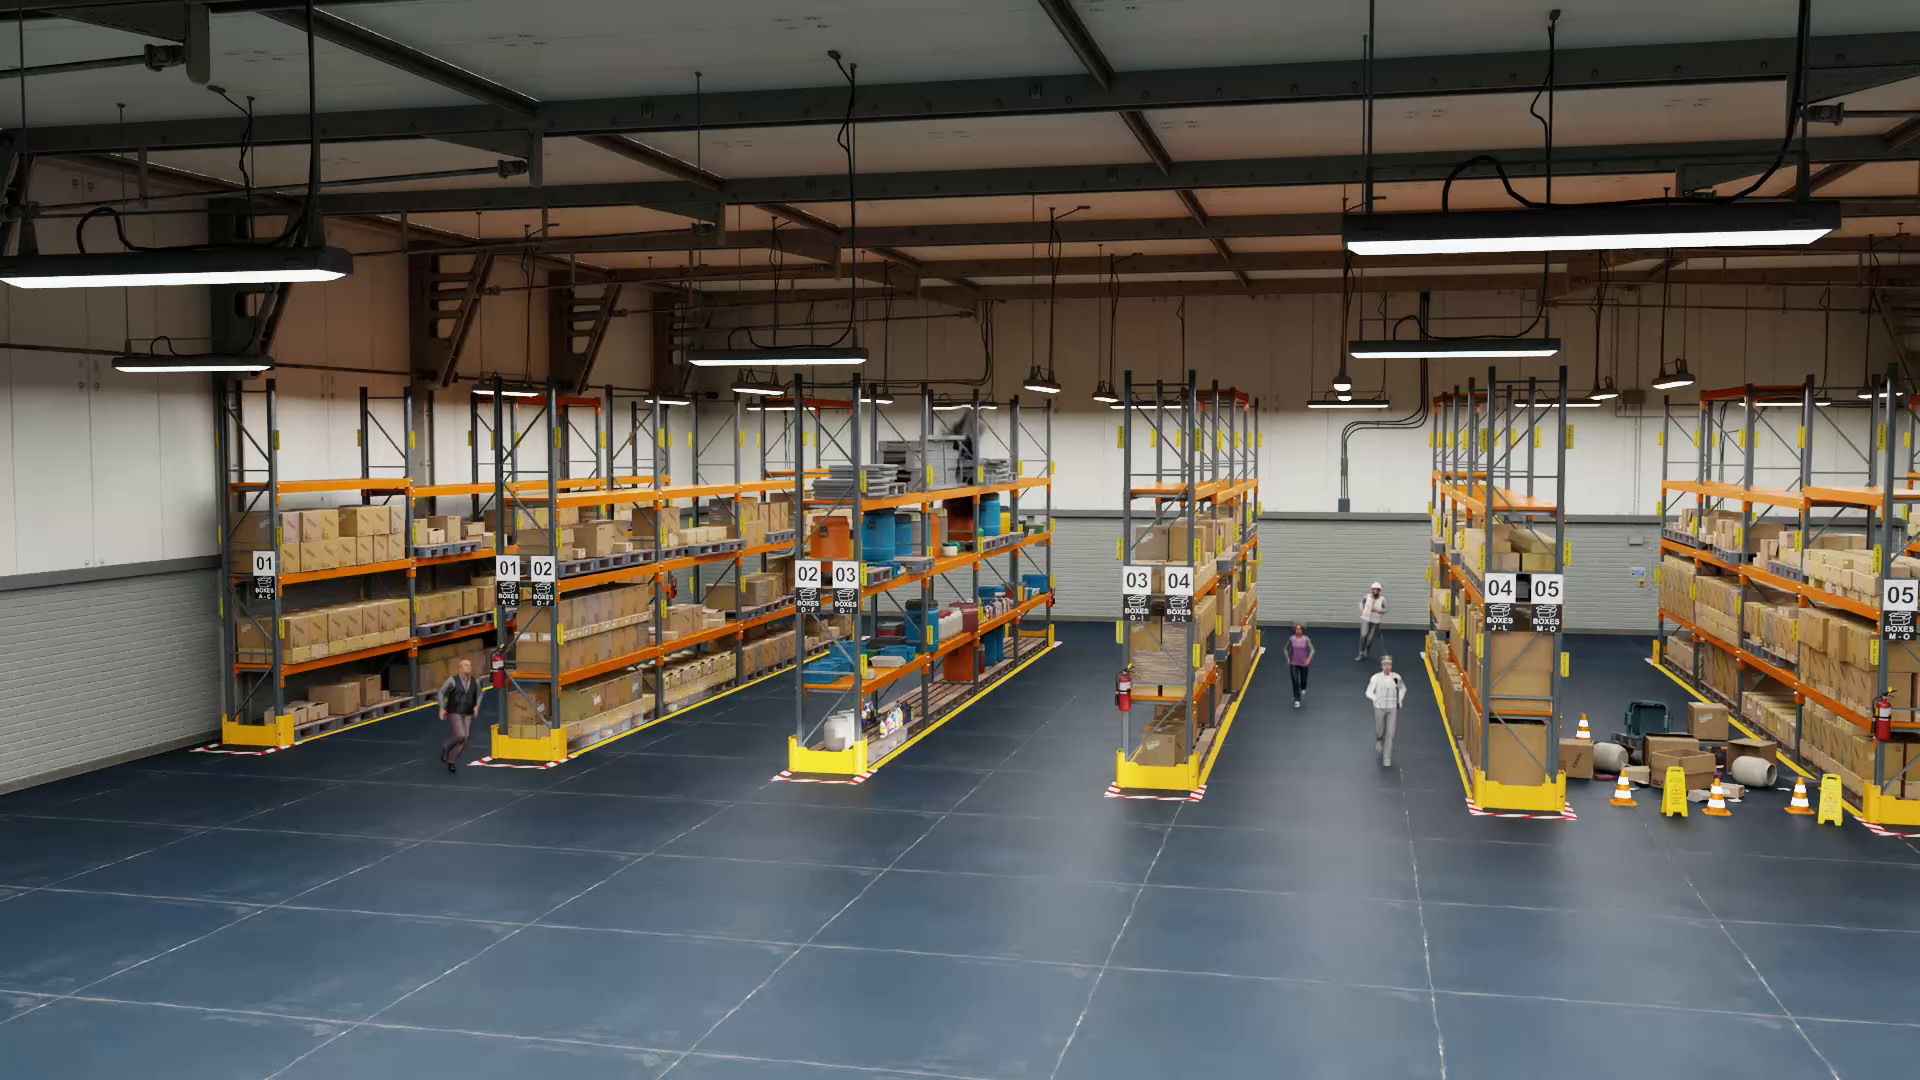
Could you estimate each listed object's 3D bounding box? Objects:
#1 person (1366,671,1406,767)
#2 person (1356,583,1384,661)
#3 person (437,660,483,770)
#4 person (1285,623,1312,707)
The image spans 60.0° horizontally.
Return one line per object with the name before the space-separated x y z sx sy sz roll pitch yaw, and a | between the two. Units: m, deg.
person | 6.599 2.754 25.729 0.618 1.378 0.890 0 3 8
person | 9.368 1.871 37.961 0.598 1.819 0.755 1 4 15
person | -7.565 2.659 25.324 0.684 1.649 0.474 -3 4 -40
person | 6.374 2.348 31.315 0.545 1.543 0.670 1 4 14
